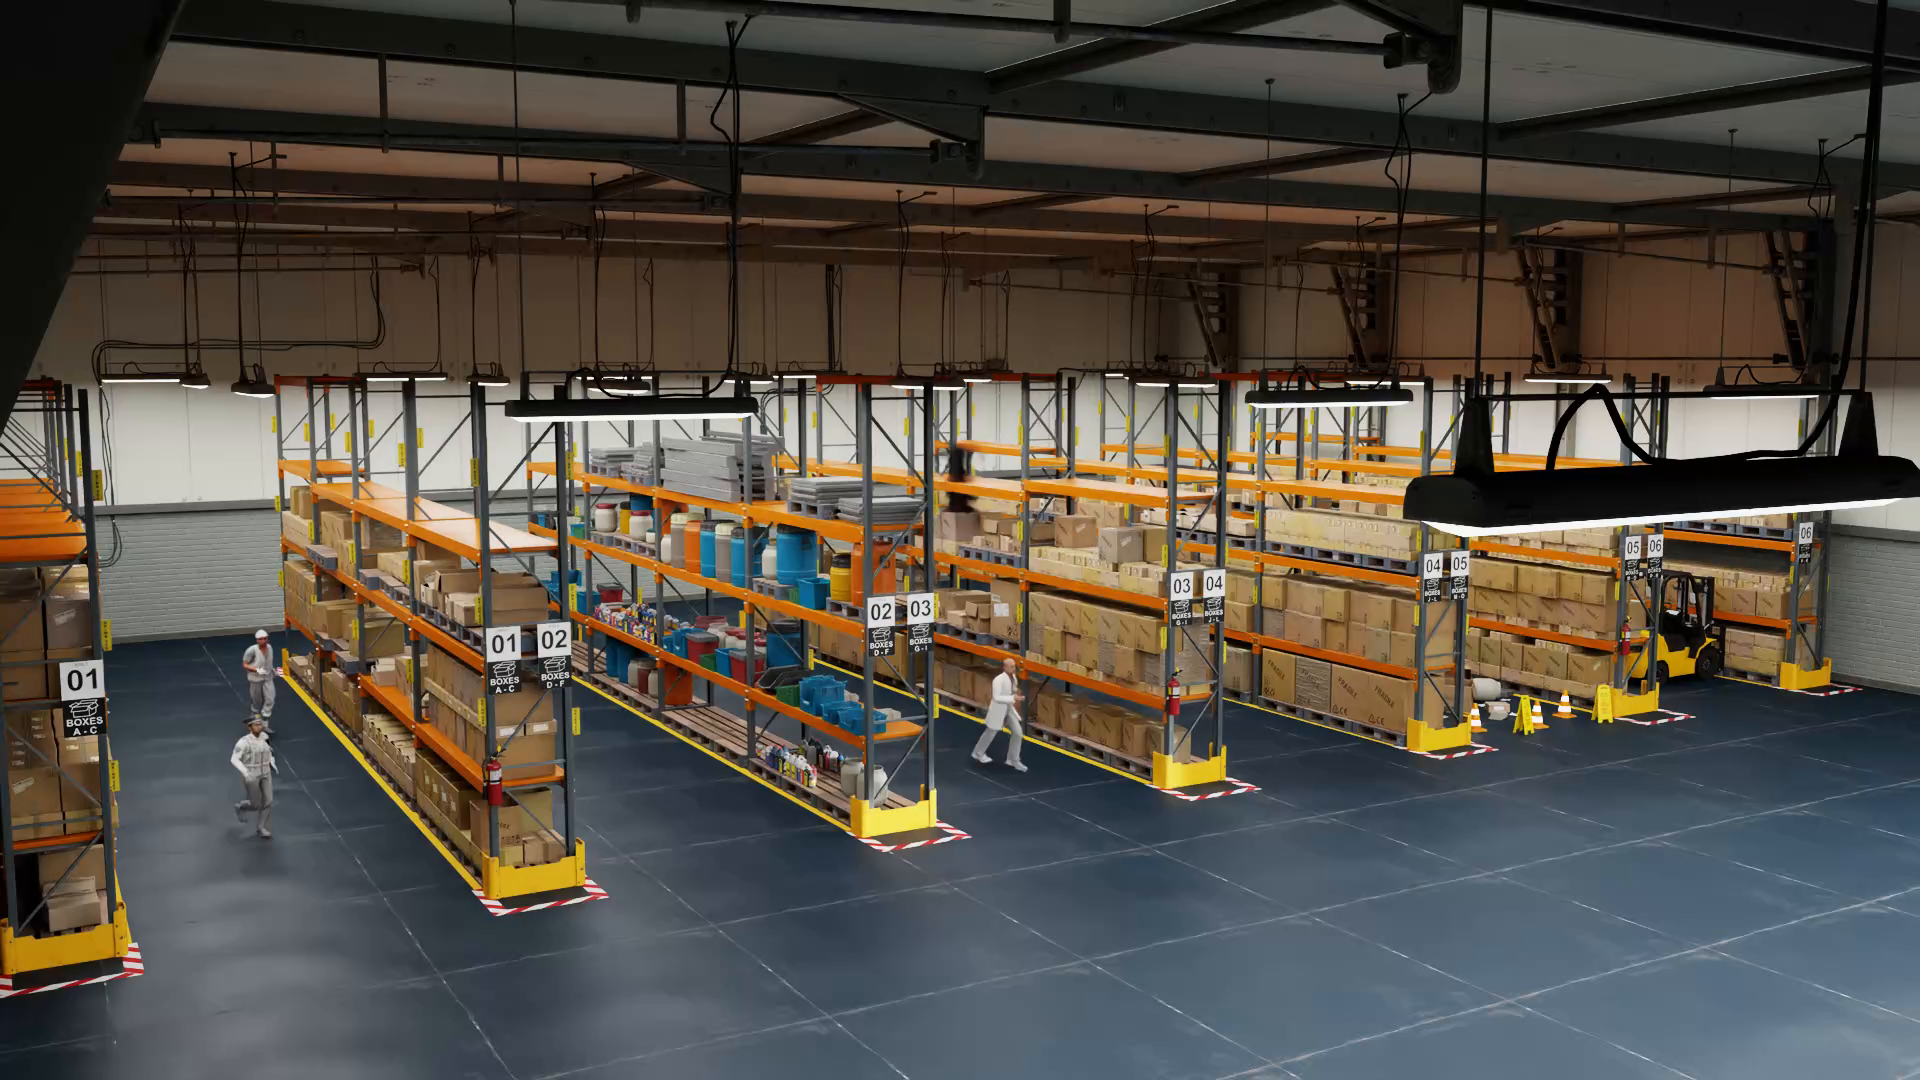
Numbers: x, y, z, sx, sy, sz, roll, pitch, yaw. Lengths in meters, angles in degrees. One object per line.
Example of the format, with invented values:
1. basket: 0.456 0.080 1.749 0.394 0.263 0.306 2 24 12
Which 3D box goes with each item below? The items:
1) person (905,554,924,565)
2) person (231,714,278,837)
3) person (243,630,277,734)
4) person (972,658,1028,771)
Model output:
1. person: -1.171 0.858 42.307 0.594 1.657 0.938 2 7 20
2. person: -9.380 3.105 22.099 0.659 1.650 0.627 5 8 36
3. person: -11.884 2.370 28.136 0.868 1.758 0.628 6 8 42
4. person: 0.628 2.712 25.630 1.062 1.658 0.710 6 8 42
